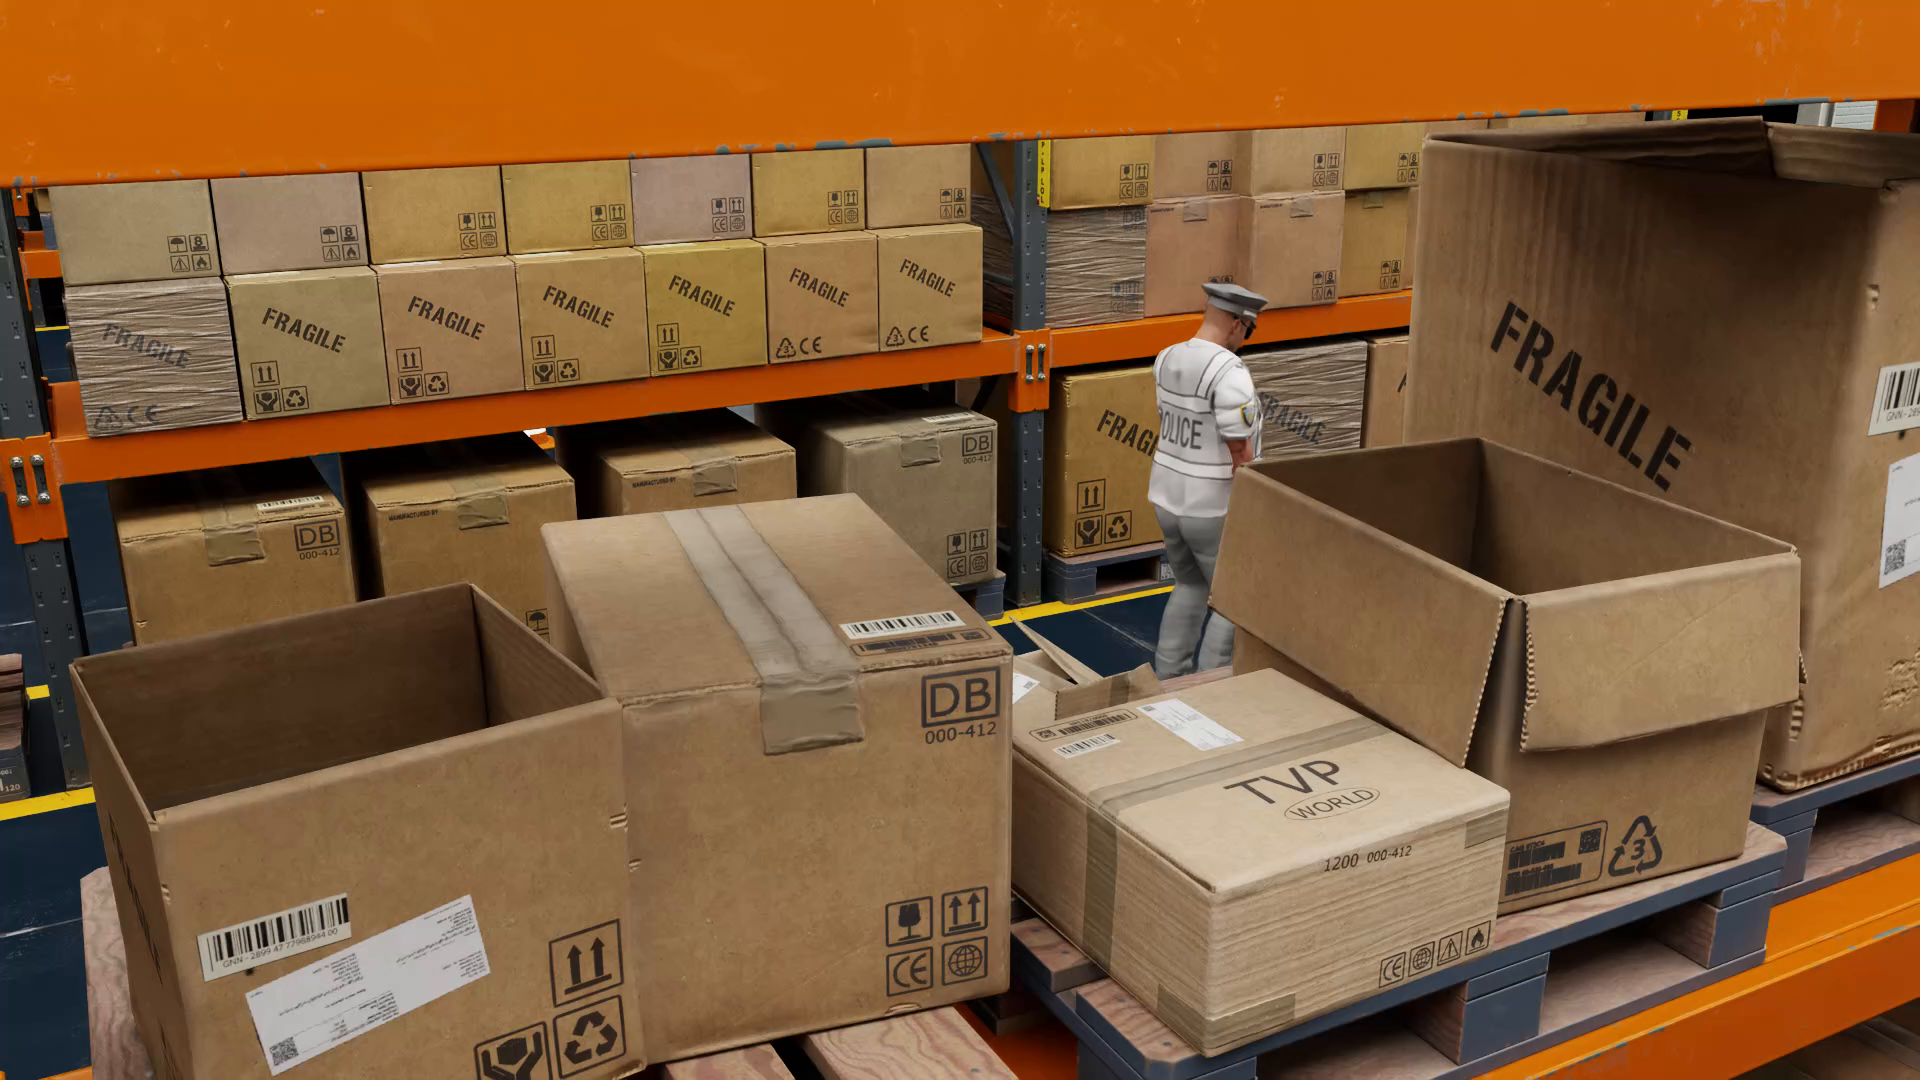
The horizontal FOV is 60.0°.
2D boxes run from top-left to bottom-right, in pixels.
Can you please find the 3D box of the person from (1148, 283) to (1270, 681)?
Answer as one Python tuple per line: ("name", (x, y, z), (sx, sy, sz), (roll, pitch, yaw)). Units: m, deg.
("person", (0.962, -0.138, 6.524), (0.424, 1.727, 0.544), (-9, 20, -26))
